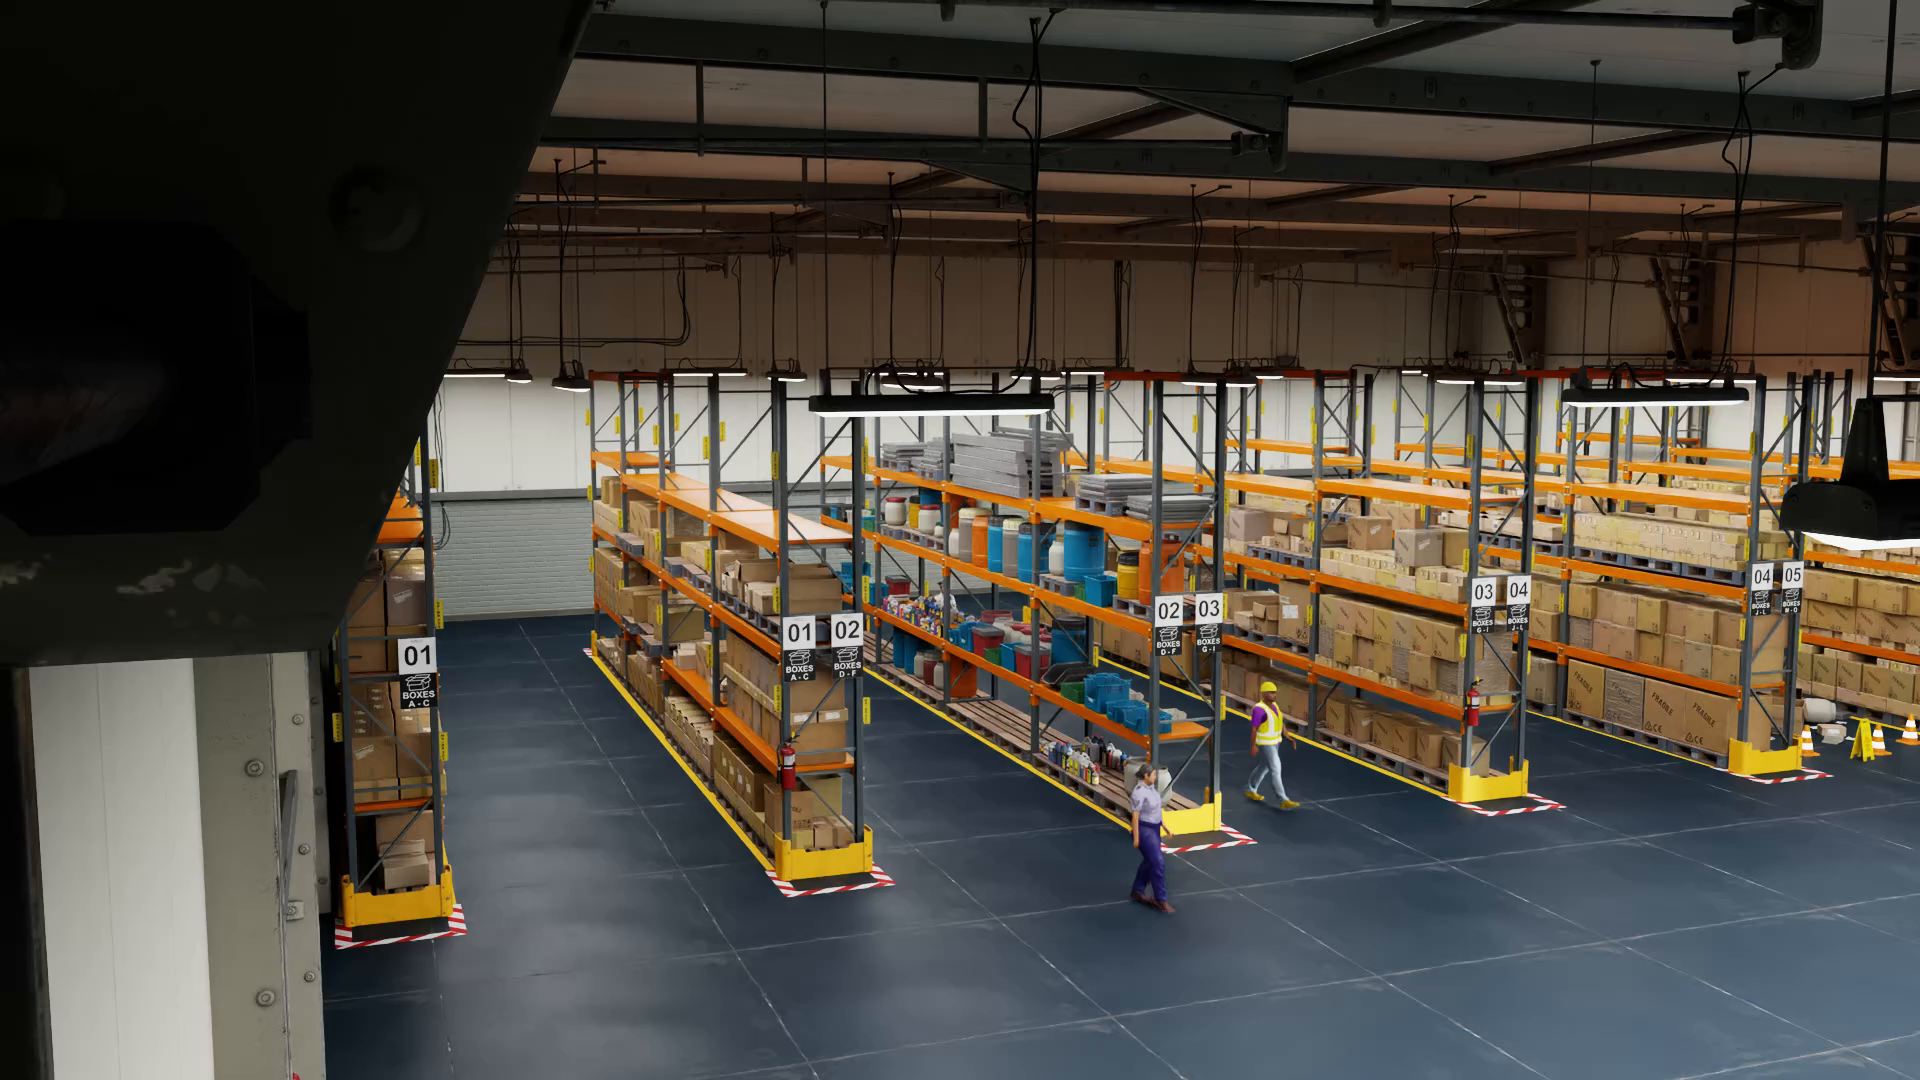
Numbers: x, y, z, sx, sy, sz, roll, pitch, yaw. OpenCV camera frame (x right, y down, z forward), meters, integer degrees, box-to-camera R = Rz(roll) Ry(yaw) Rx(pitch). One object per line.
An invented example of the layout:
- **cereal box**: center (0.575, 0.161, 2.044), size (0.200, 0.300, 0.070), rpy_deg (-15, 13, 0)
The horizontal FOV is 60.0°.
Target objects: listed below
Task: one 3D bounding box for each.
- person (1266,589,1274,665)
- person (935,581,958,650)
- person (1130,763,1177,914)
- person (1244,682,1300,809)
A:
- **person**: center (6.047, 1.809, 32.763), size (0.604, 1.757, 0.736), rpy_deg (-1, 6, -8)
- **person**: center (-0.307, 1.637, 34.568), size (0.497, 1.638, 1.004), rpy_deg (-5, 8, -36)
- **person**: center (2.248, 3.407, 19.110), size (0.638, 1.683, 0.503), rpy_deg (3, 7, 23)
- **person**: center (4.419, 2.853, 23.336), size (0.962, 1.721, 0.585), rpy_deg (4, 8, 34)
